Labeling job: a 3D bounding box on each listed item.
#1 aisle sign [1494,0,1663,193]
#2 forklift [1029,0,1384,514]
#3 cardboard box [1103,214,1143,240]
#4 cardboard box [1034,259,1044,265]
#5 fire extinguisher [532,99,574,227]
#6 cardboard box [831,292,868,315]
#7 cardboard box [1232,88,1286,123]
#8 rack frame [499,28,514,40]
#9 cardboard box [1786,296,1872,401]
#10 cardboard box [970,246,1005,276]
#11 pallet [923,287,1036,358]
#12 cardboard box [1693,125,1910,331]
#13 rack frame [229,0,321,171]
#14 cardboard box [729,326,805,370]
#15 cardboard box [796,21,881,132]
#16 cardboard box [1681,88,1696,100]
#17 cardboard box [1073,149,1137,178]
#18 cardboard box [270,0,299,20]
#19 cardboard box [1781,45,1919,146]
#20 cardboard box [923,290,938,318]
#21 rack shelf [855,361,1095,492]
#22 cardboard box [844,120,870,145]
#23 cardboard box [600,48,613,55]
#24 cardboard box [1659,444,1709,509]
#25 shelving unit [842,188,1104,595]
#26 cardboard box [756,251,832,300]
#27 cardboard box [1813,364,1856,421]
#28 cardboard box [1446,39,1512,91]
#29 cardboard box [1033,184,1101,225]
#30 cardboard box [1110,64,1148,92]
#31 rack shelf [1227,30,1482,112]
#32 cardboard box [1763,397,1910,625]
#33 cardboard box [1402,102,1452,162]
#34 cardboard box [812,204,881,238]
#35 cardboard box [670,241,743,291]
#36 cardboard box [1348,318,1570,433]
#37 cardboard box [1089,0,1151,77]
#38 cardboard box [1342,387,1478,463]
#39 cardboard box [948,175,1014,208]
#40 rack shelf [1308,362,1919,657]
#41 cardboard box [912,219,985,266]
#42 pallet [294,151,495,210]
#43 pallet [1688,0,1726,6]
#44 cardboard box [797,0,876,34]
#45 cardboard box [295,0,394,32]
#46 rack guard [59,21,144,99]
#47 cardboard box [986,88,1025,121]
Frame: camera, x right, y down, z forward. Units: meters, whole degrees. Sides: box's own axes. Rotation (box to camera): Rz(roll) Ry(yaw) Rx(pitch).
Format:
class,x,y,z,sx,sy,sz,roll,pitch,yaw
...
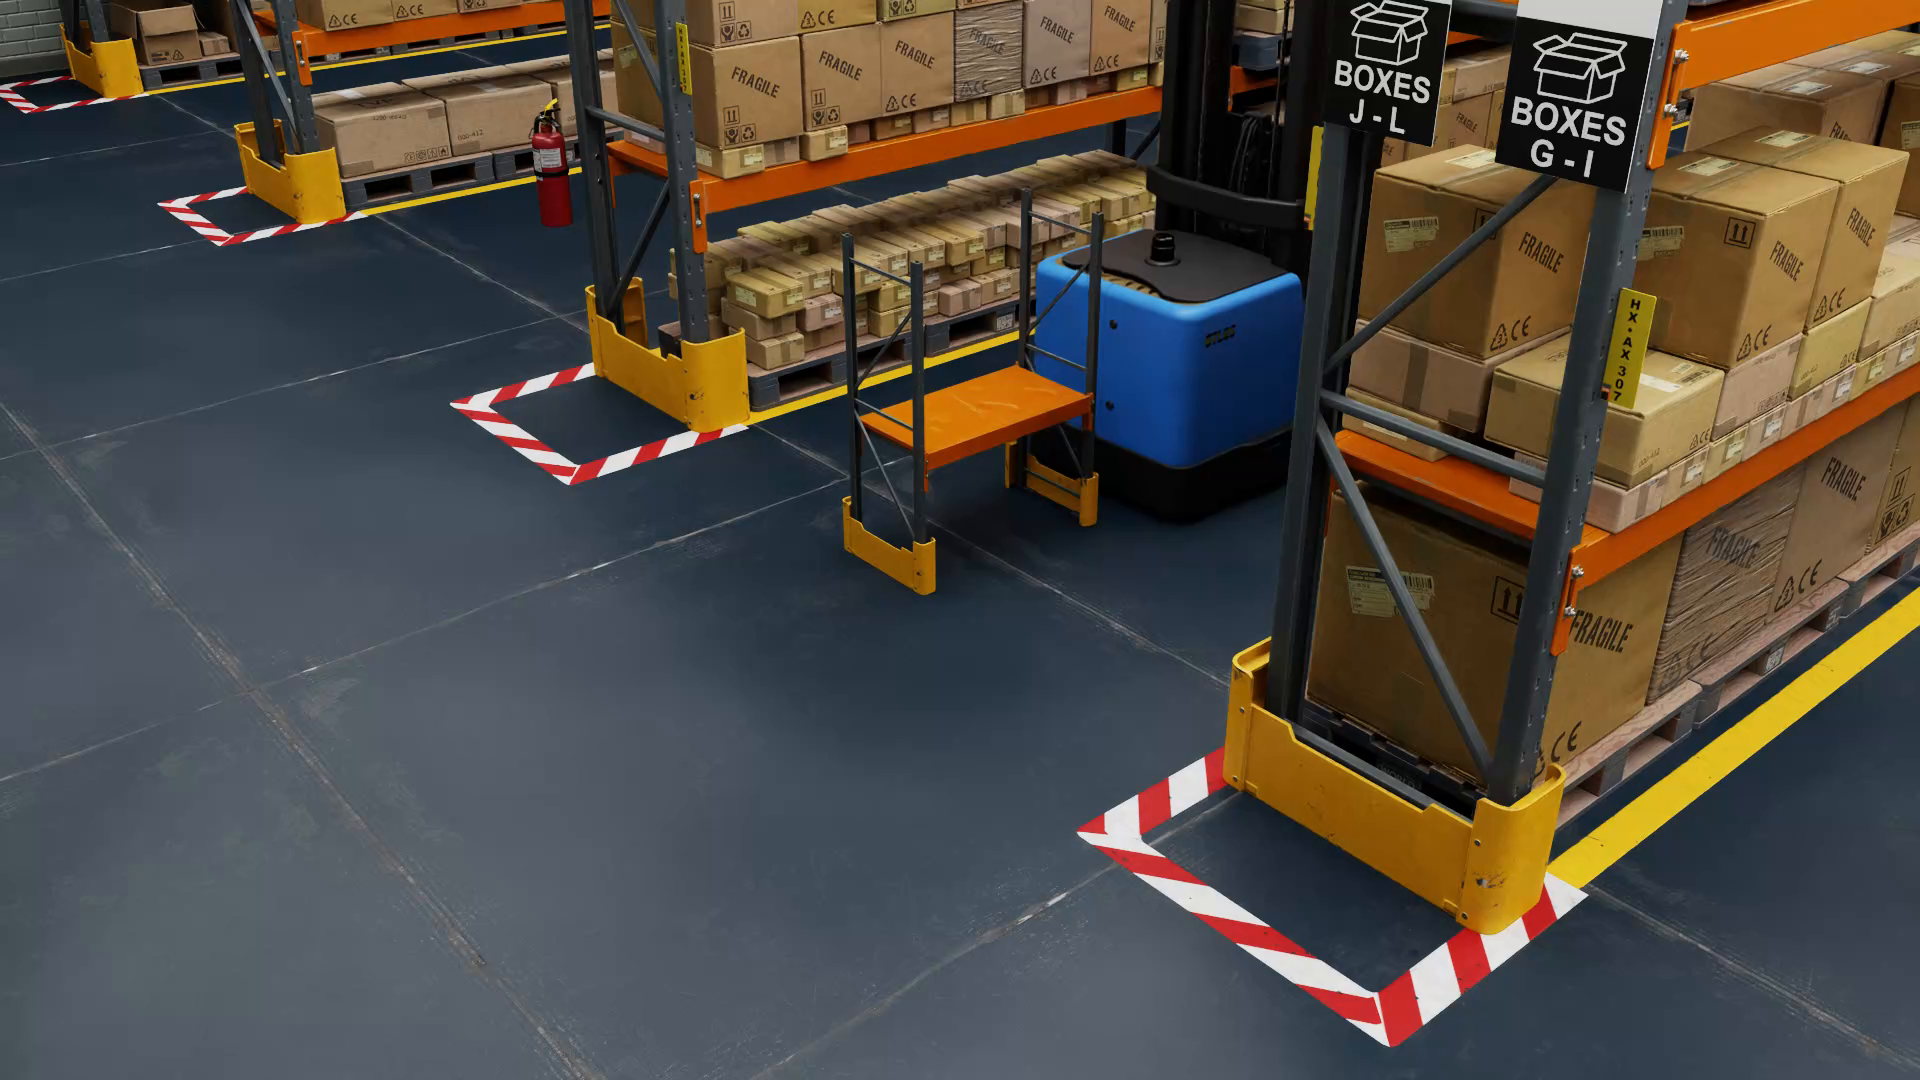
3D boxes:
class,x,y,z,sx,sy,sz,roll,pitch,yaw
aisle sign,1.607,-1.322,4.283,0.004,0.787,0.394,-22,35,-35
forklift,1.777,-1.994,8.372,3.031,2.935,1.130,-24,36,-37
cardboard box,0.944,-2.011,10.594,0.250,0.149,0.380,-23,36,-37
cardboard box,0.503,-1.707,10.341,0.250,0.149,0.380,-22,35,-35
fire extinguisher,-2.166,-2.004,8.795,0.183,0.674,0.296,-22,35,-35
cardboard box,-0.736,-1.412,9.473,0.250,0.149,0.380,-21,35,-34
cardboard box,2.101,-2.883,11.373,0.500,0.250,0.500,-24,36,-37
rack frame,-5.147,-6.860,17.405,0.127,3.000,1.000,-22,35,-35
cardboard box,2.783,-0.734,5.784,0.500,0.250,0.500,-23,36,-36
cardboard box,0.061,-1.743,10.093,0.250,0.149,0.380,-20,34,-33
pallet,-0.049,-1.515,10.360,1.213,0.211,1.003,-22,35,-35
cardboard box,2.778,-1.064,5.607,0.500,0.500,0.500,-23,36,-36
rack frame,-4.965,-3.858,11.787,0.127,3.000,1.000,-22,35,-35
cardboard box,-1.069,-1.088,9.182,0.250,0.149,0.380,-21,35,-34
cardboard box,-0.764,-2.501,8.825,0.500,0.500,0.500,-22,35,-35
cardboard box,6.303,-4.462,14.859,0.750,0.750,1.050,-22,35,-35
cardboard box,0.971,-2.497,11.188,0.250,0.149,0.380,-20,34,-33
cardboard box,-4.770,-4.145,12.217,0.500,0.500,0.500,-22,35,-35
cardboard box,3.600,-1.722,6.837,0.500,0.500,0.500,-22,35,-35
cardboard box,-0.341,-1.427,9.816,0.250,0.149,0.380,-22,35,-35
rack shelf,0.065,-0.529,7.530,1.000,0.185,0.538,-22,35,-35
cardboard box,-0.702,-2.269,9.080,0.250,0.149,0.380,-20,34,-33
cardboard box,-2.469,-3.983,14.294,0.875,0.438,0.875,-22,35,-36
cardboard box,2.146,-0.263,5.327,0.250,0.149,0.380,-22,35,-36
shelving unit,0.058,-0.685,7.440,1.083,1.500,0.587,-22,35,-35
cardboard box,-0.925,-1.470,9.267,0.250,0.149,0.380,-21,35,-34
cardboard box,2.928,-0.579,5.917,0.250,0.149,0.380,-22,35,-35
cardboard box,4.061,-3.672,12.849,0.500,0.250,0.500,-23,36,-36
cardboard box,0.665,-2.103,10.451,0.250,0.149,0.380,-21,34,-33
cardboard box,0.935,-2.878,10.219,0.250,0.149,0.380,-20,34,-33
rack shelf,2.889,-3.632,12.128,4.000,0.370,1.077,-22,35,-35
cardboard box,3.271,-0.328,6.990,0.875,0.875,0.875,-22,35,-35
cardboard box,3.291,-3.024,12.433,0.500,0.500,0.500,-24,36,-37
cardboard box,-0.688,-1.897,10.065,0.250,0.149,0.380,-20,34,-33
cardboard box,-1.437,-1.557,9.429,0.250,0.149,0.380,-21,35,-34
cardboard box,1.663,-0.613,5.559,0.500,0.250,0.500,-23,35,-36
cardboard box,0.787,-3.105,9.957,0.500,0.500,0.500,-23,36,-36
cardboard box,1.524,-0.421,5.622,0.250,0.149,0.380,-21,35,-34
cardboard box,0.132,-2.202,10.637,0.250,0.149,0.380,-21,35,-34
rack shelf,2.989,-0.599,6.452,4.000,0.370,1.077,-22,35,-35
cardboard box,-0.068,-1.753,9.795,0.250,0.149,0.380,-21,35,-34
pallet,-4.408,-2.901,12.954,1.213,0.211,1.003,-22,35,-35
pallet,2.025,-1.819,4.883,1.213,0.211,1.003,-22,35,-35
cardboard box,-0.782,-2.929,8.566,0.500,0.500,0.500,-21,34,-34
cardboard box,-4.414,-3.946,11.846,0.500,0.500,0.500,-22,35,-35
rack guard,-8.132,-4.558,15.748,0.348,0.500,1.175,-22,35,-35
cardboard box,0.160,-2.552,9.609,0.250,0.149,0.380,-21,35,-34
